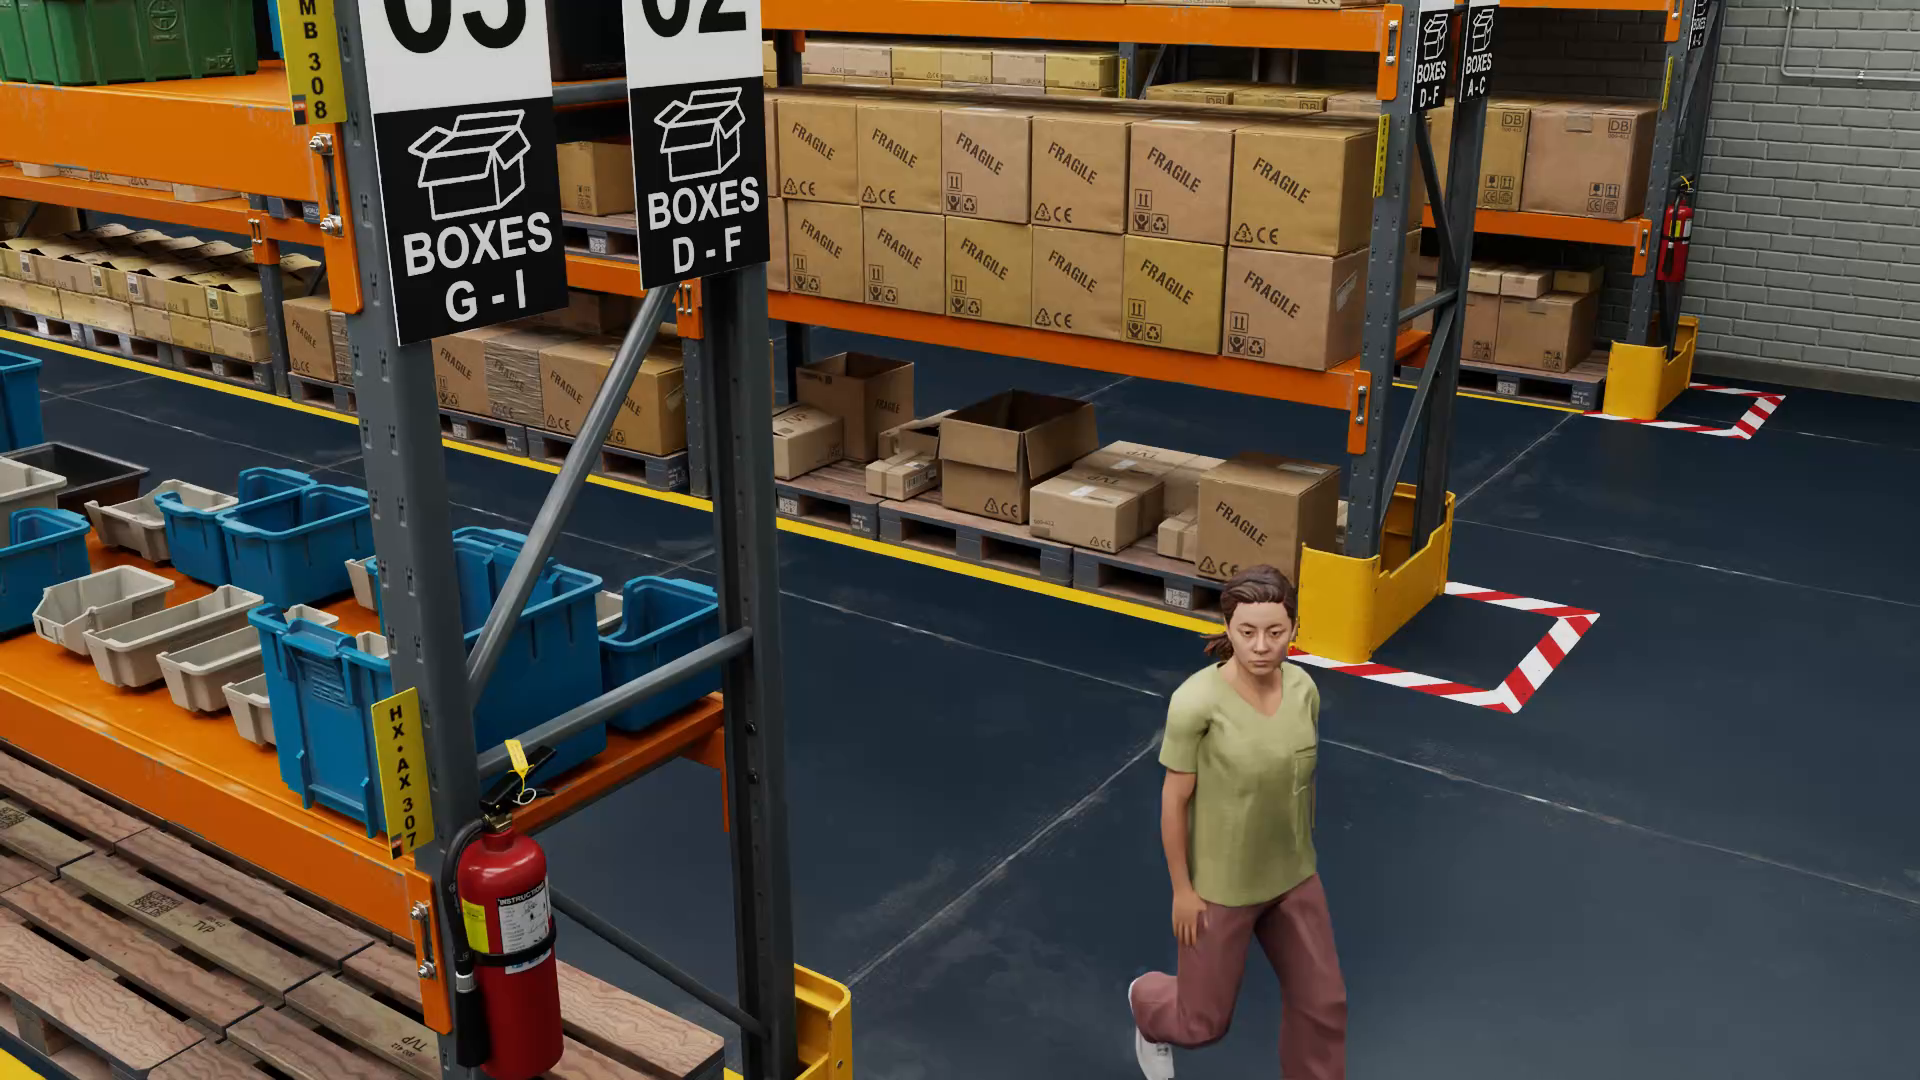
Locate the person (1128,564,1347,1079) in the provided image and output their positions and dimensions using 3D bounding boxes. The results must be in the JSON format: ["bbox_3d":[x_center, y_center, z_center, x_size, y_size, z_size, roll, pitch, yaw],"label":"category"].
[{"bbox_3d":[0.719,0.845,4.222,0.477,1.645,0.808,-9,22,-24],"label":"person"}]
